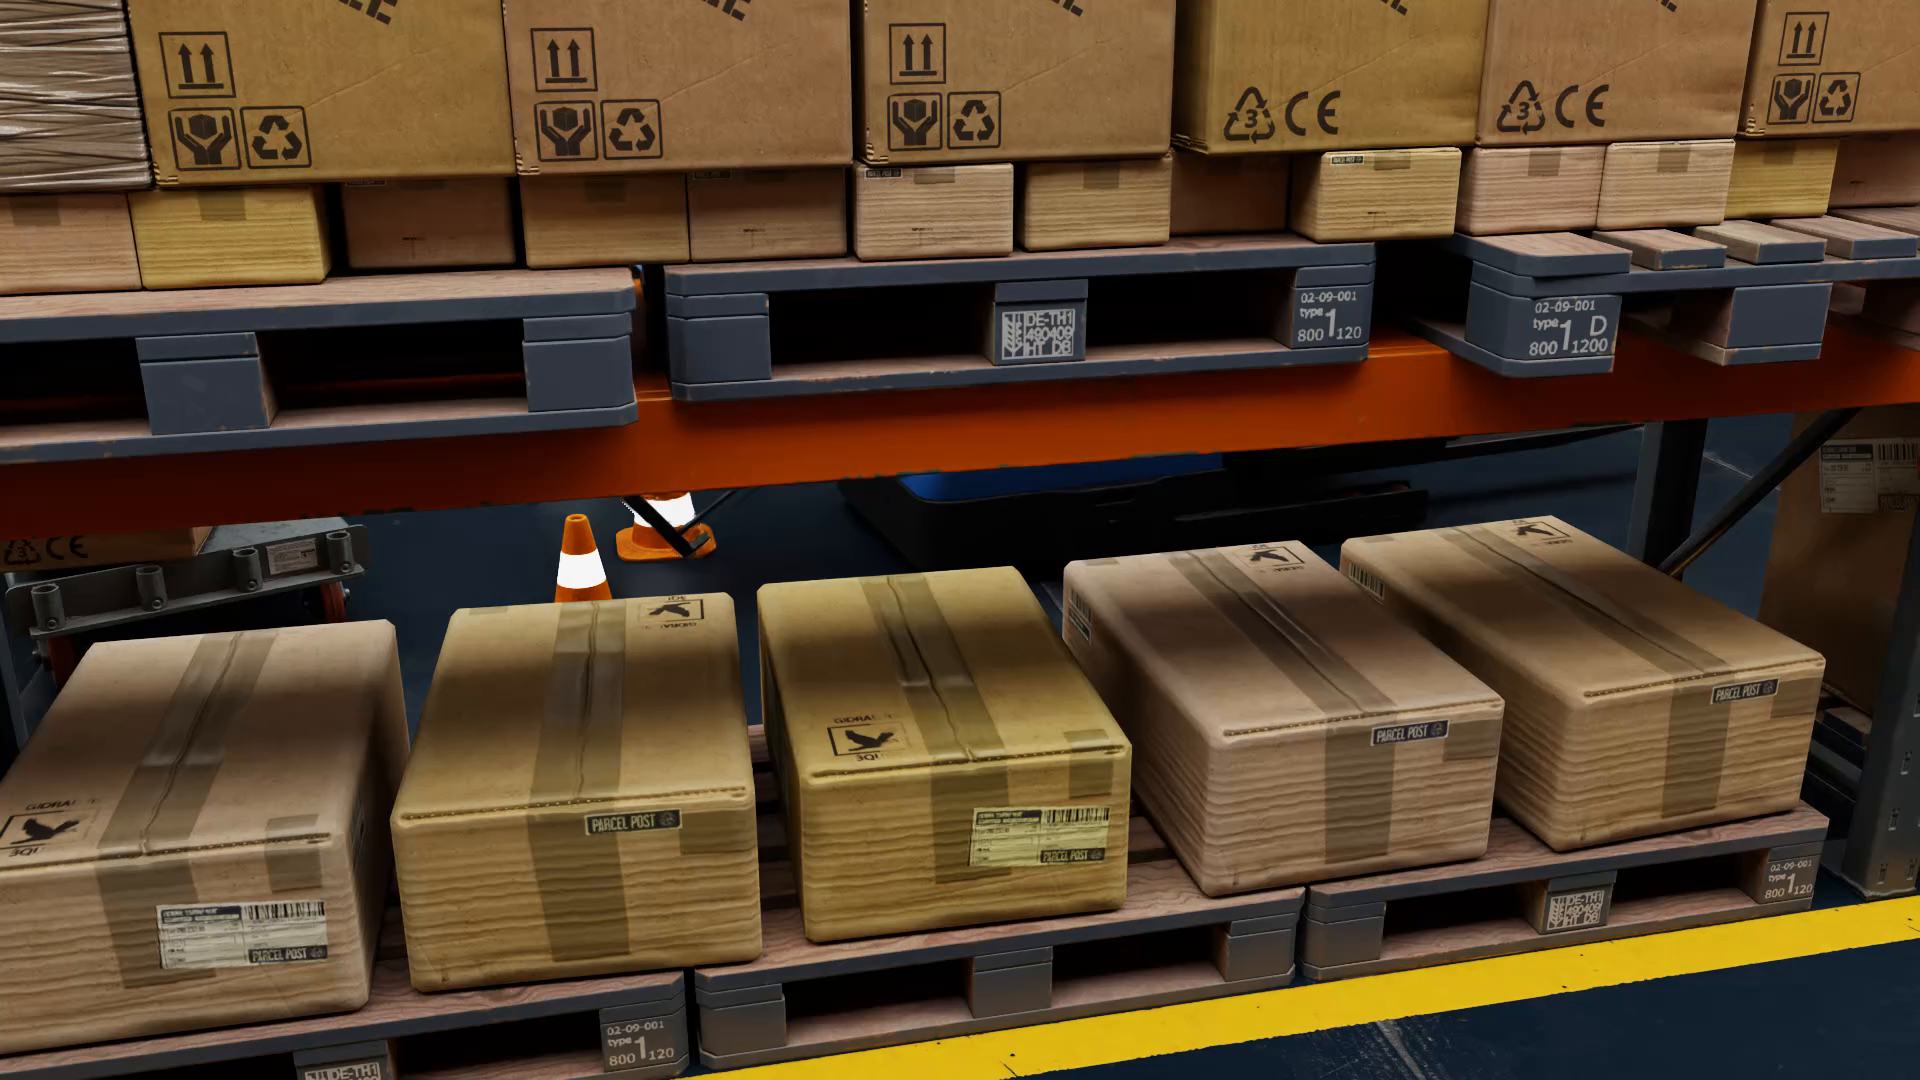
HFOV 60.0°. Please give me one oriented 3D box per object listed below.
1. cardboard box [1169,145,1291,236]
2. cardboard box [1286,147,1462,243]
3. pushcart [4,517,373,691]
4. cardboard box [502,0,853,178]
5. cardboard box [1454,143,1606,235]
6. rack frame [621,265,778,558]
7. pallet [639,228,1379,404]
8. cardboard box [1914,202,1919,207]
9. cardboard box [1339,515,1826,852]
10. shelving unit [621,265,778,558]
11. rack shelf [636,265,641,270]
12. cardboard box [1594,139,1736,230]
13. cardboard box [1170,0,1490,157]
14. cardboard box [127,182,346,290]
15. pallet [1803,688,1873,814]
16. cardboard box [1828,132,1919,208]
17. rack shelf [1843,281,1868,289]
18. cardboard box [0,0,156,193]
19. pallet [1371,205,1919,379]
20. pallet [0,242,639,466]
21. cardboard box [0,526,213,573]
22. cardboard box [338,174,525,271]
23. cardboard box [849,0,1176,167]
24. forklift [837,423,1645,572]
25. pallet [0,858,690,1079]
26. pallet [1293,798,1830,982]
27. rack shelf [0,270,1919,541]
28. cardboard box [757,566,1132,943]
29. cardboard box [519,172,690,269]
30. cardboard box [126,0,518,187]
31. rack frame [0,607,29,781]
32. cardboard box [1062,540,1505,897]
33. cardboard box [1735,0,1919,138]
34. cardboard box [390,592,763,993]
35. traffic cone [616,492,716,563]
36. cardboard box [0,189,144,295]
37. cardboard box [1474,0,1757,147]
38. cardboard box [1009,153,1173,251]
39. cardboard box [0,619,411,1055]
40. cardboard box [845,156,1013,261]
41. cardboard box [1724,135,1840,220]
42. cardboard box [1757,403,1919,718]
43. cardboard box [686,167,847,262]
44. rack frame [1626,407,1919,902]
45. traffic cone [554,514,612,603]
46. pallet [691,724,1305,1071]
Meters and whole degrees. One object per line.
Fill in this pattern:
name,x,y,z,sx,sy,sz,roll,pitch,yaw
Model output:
cardboard box,0.405,-0.659,3.009,0.250,0.149,0.380,-4,21,-12
cardboard box,0.678,-0.637,2.948,0.250,0.149,0.380,-4,21,-12
pushcart,-2.532,0.002,5.261,0.936,0.377,1.648,-13,24,-31
cardboard box,-0.465,-0.869,2.639,0.500,0.500,0.500,-5,21,-13
cardboard box,0.943,-0.664,3.020,0.250,0.149,0.380,-6,21,-15
rack frame,-0.980,-0.441,4.983,0.500,1.500,0.032,-38,56,-2
pallet,0.017,-0.526,3.169,1.213,0.211,1.003,-5,21,-12
cardboard box,2.366,-0.843,3.974,0.500,0.250,0.500,-5,21,-14
cardboard box,1.382,0.291,3.868,0.625,0.372,0.950,-6,21,-16
shelving unit,-1.250,-0.767,5.265,0.538,1.500,1.048,-38,56,-2
rack shelf,-1.191,-0.686,5.415,0.538,0.185,1.000,-38,56,-2
cardboard box,1.190,-0.681,3.067,0.250,0.149,0.380,-5,21,-13
cardboard box,0.564,-0.957,2.877,0.500,0.500,0.500,-6,21,-16
cardboard box,-1.103,-0.504,2.585,0.250,0.149,0.380,-4,21,-11
pallet,2.719,0.485,4.182,1.213,0.211,1.003,-5,21,-12
cardboard box,1.669,-0.761,3.286,0.250,0.149,0.380,-4,20,-10
rack shelf,3.880,-0.607,4.157,4.000,0.370,1.077,-5,21,-12
cardboard box,-1.437,-0.795,2.436,0.500,0.500,0.500,-4,21,-11
pallet,1.265,-0.605,3.383,1.003,0.211,1.213,-5,21,-12
pallet,-1.181,-0.392,2.802,1.213,0.211,1.003,-5,21,-12
cardboard box,-2.398,-0.245,4.657,0.500,0.500,0.500,-5,21,-12
cardboard box,-0.845,-0.552,2.716,0.250,0.149,0.380,-3,20,-9
cardboard box,0.033,-0.914,2.760,0.500,0.500,0.500,-6,21,-15
forklift,1.118,-1.542,5.764,3.031,2.935,1.130,-7,21,-20
pallet,-1.201,0.777,3.386,1.213,0.211,1.003,-5,21,-12
pallet,1.173,0.584,3.913,1.213,0.211,1.003,-5,21,-12
rack shelf,-0.012,-0.291,3.293,4.000,0.370,1.077,-5,21,-12
cardboard box,-0.074,0.411,3.543,0.625,0.372,0.950,-4,20,-11
cardboard box,-0.585,-0.559,2.733,0.250,0.149,0.380,-4,21,-12
cardboard box,-0.949,-0.835,2.544,0.500,0.500,0.500,-5,21,-12
rack frame,-1.959,-0.470,2.737,0.127,3.000,1.000,-5,21,-12
cardboard box,0.666,0.352,3.701,0.625,0.372,0.950,-5,21,-14
cardboard box,1.556,-1.041,3.108,0.500,0.500,0.500,-5,21,-14
cardboard box,-0.750,0.466,3.391,0.625,0.372,0.950,-3,20,-9
traffic cone,-1.022,-0.203,5.697,0.334,0.463,0.336,-5,21,-12
cardboard box,-1.348,-0.487,2.539,0.250,0.149,0.380,-4,21,-12
cardboard box,1.055,-0.997,2.987,0.500,0.500,0.500,-5,21,-13
cardboard box,0.179,-0.612,2.879,0.250,0.149,0.380,-5,21,-14
cardboard box,-1.449,0.524,3.232,0.625,0.372,0.950,-4,21,-12
cardboard box,-0.073,-0.581,2.795,0.250,0.149,0.380,-4,20,-10
cardboard box,1.425,-0.716,3.162,0.250,0.149,0.380,-4,21,-12
cardboard box,2.625,-0.013,3.968,0.875,0.875,0.875,-5,21,-13
cardboard box,-0.344,-0.577,2.785,0.250,0.149,0.380,-4,21,-12
rack frame,1.934,-0.787,3.601,0.127,3.000,1.000,-5,21,-12
traffic cone,-1.074,0.154,4.721,0.334,0.463,0.336,-5,21,-12
pallet,-0.012,0.679,3.653,1.213,0.211,1.003,-5,21,-12
